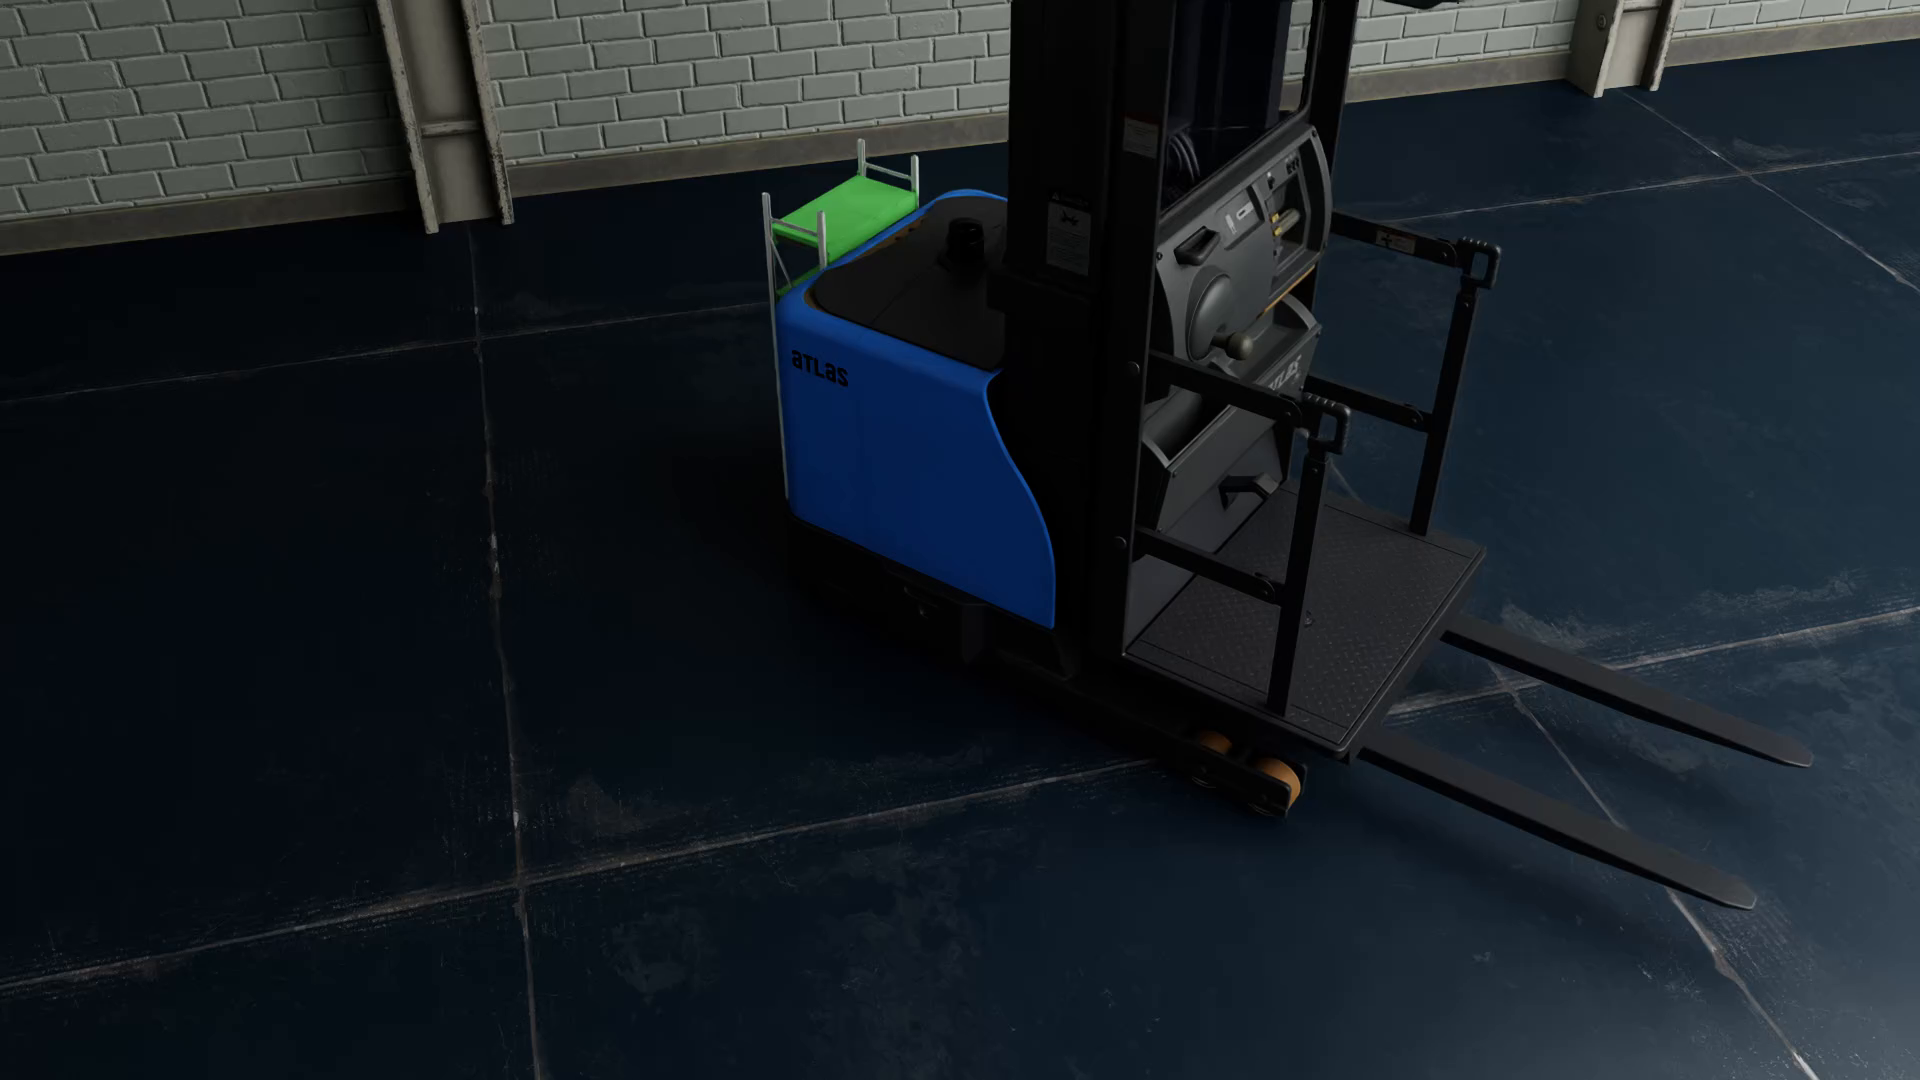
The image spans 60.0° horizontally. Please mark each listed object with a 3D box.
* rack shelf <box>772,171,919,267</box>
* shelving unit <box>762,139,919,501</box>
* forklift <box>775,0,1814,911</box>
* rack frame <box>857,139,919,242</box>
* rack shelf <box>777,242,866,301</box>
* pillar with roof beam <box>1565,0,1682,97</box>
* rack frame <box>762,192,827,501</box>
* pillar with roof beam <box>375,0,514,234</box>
[{"bbox_3d":[-0.377,-1.018,5.408,0.258,0.148,0.480,23,43,27],"label":"rack shelf"},{"bbox_3d":[-0.377,-0.687,5.661,0.258,1.200,0.503,23,43,27],"label":"shelving unit"},{"bbox_3d":[0.933,-0.750,4.318,3.031,2.935,1.130,23,43,27],"label":"forklift"},{"bbox_3d":[-0.238,-0.809,5.820,0.240,1.200,0.015,23,43,27],"label":"rack frame"},{"bbox_3d":[-0.377,-0.827,5.554,0.258,0.148,0.480,23,43,27],"label":"rack shelf"},{"bbox_3d":[4.631,-3.517,2.941,0.400,9.000,9.100,-9,38,-12],"label":"pillar with roof beam"},{"bbox_3d":[-0.516,-0.566,5.502,0.240,1.200,0.015,23,43,27],"label":"rack frame"},{"bbox_3d":[-1.161,-2.566,1.698,0.400,9.000,9.100,-9,38,-12],"label":"pillar with roof beam"}]
